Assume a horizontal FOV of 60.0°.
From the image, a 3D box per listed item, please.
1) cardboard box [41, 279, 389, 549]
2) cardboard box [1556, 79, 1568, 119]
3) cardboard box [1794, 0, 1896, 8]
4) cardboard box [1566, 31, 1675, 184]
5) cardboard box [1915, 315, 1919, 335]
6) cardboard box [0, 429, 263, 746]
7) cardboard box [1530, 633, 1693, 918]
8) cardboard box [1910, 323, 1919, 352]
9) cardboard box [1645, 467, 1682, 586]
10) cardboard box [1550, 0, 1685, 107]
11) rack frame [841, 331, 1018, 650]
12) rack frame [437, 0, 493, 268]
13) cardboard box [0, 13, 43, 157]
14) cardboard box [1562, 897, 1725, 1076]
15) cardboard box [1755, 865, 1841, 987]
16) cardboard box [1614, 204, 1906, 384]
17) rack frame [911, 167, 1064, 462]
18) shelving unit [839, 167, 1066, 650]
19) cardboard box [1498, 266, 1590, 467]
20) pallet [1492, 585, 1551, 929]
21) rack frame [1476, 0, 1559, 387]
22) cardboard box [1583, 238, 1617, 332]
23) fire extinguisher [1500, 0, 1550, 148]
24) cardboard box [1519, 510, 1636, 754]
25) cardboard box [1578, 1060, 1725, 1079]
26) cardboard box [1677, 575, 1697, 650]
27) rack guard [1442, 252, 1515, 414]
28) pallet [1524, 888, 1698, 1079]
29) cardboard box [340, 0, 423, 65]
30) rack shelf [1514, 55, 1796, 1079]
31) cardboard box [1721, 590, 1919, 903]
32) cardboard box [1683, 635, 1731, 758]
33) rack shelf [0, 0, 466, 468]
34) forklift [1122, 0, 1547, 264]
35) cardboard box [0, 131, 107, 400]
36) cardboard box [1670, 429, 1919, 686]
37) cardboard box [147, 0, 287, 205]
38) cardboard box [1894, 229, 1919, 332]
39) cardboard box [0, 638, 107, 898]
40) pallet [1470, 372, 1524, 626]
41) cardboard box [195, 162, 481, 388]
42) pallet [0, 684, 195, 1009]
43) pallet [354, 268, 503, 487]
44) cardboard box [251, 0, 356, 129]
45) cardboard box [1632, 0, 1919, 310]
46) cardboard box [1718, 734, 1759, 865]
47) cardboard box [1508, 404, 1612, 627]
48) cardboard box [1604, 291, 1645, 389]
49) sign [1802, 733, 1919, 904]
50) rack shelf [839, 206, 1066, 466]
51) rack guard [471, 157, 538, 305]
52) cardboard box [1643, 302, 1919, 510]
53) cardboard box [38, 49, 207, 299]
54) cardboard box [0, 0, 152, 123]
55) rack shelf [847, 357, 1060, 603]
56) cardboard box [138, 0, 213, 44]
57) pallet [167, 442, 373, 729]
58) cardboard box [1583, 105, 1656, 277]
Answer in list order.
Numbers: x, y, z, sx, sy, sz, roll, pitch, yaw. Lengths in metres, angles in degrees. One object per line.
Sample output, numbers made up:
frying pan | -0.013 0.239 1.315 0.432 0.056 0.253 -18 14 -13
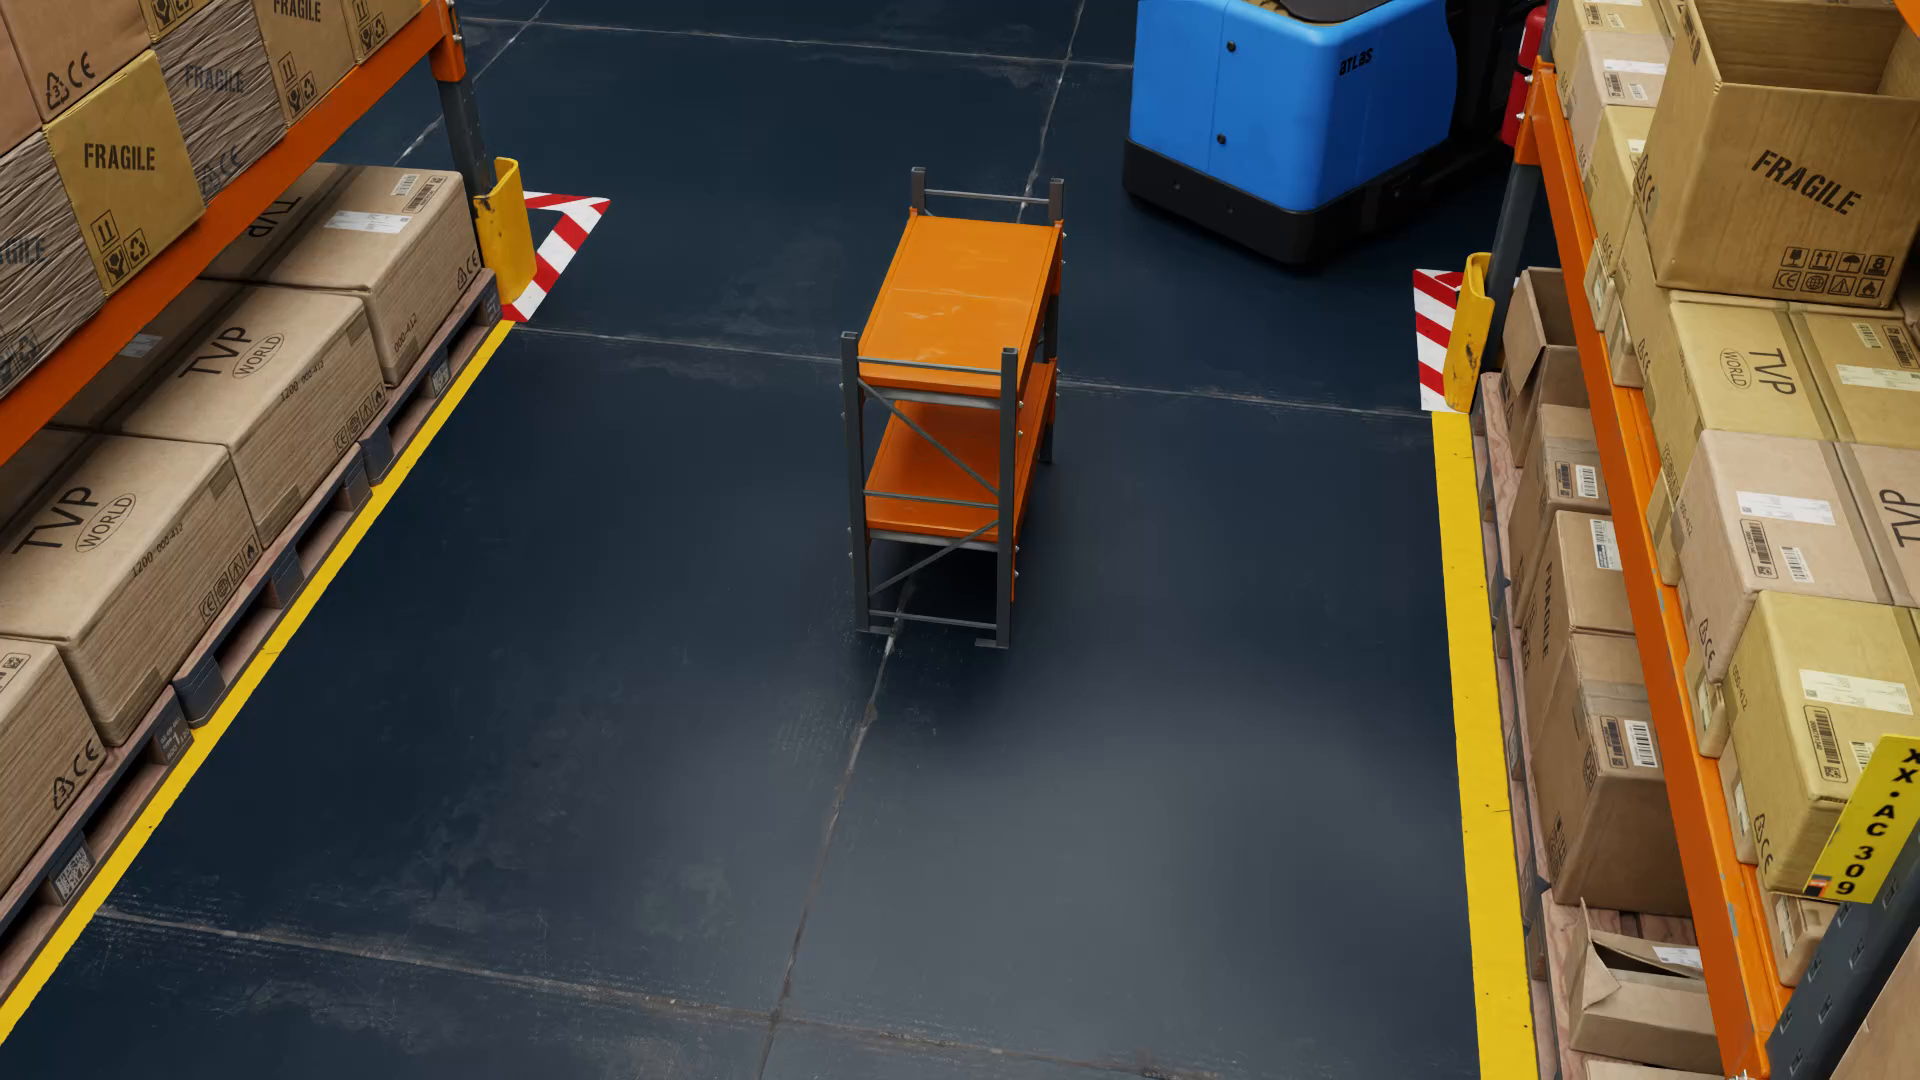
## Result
cardboard box | -2.581 -0.458 5.631 0.875 0.438 0.875 7 40 9
cardboard box | 2.147 -1.466 5.366 0.380 0.149 0.250 6 40 7
cardboard box | 2.656 -1.478 5.068 0.500 0.250 0.500 7 40 9
cardboard box | 2.043 -1.224 4.761 0.500 0.250 0.500 7 40 8
cardboard box | 2.302 -0.480 3.272 0.500 0.500 0.500 5 40 6
cardboard box | -2.739 0.108 4.947 0.875 0.438 0.875 5 40 6
cardboard box | 1.909 0.620 4.279 0.700 0.500 0.500 5 40 6
cardboard box | 2.305 -0.206 3.529 0.500 0.250 0.500 7 40 9
cardboard box | 1.722 -0.016 3.613 0.380 0.149 0.250 6 40 7
cardboard box | 2.130 -1.541 5.144 0.500 0.250 0.500 7 40 8
rack frame | -0.087 -0.119 5.011 0.500 1.125 0.032 6 40 8
rack frame | -2.415 -2.284 6.158 1.000 3.000 0.127 6 40 8
cardboard box | -2.593 -1.106 3.871 0.500 0.500 0.500 7 40 9
cardboard box | 1.651 1.057 3.933 0.396 0.266 0.258 8 40 9
cardboard box | 1.588 0.640 2.819 0.380 0.149 0.250 7 40 8
cardboard box | 1.891 -0.583 3.985 0.500 0.250 0.500 5 40 7
rack frame | 0.089 -0.757 5.783 0.500 1.125 0.032 6 40 8
shelving unit | 0.001 -0.438 5.397 0.538 1.125 1.048 6 40 8
cardboard box | 2.275 -0.565 5.709 0.797 0.503 0.637 5 40 6
pallet | 2.111 0.647 4.802 1.003 0.211 1.213 6 40 8
rack frame | 2.474 -1.739 5.499 1.000 3.000 0.127 6 40 8
cardboard box | 1.875 -0.663 4.395 0.380 0.149 0.250 5 40 6
fire extinguisher | 2.044 -1.709 5.816 0.296 0.674 0.183 6 40 8
cardboard box | 1.899 0.289 4.679 0.500 0.500 0.500 7 40 8
cardboard box | 1.589 1.326 3.700 0.380 0.149 0.250 5 40 6
cardboard box | 1.705 0.147 3.415 0.380 0.149 0.250 7 40 9
rack guard | 2.461 -0.728 6.238 1.175 0.500 0.348 6 40 8
pallet | 1.902 1.415 3.873 1.003 0.211 1.213 6 40 8
cardboard box | -2.238 -1.991 5.725 0.500 0.500 0.500 7 40 8
rack shelf | 2.128 -0.207 4.210 1.077 0.370 4.000 6 40 8
cardboard box | 1.630 0.368 2.835 0.500 0.250 0.500 7 40 9
cardboard box | 1.633 0.309 3.220 0.380 0.149 0.250 7 40 9
rack shelf | -2.761 -0.752 4.869 1.077 0.370 4.000 6 40 8
forklift | 2.161 -3.121 7.224 3.031 2.935 1.130 -31 49 -32
cardboard box | -2.585 -0.705 4.170 0.500 0.500 0.500 7 40 8
cardboard box | 1.702 0.052 3.217 0.500 0.250 0.500 7 40 8
cardboard box | -2.419 -1.353 4.954 0.500 0.500 0.500 7 40 9
cardboard box | 2.385 -0.516 3.904 0.500 0.250 0.500 6 40 8
cardboard box | -2.893 0.670 4.267 0.875 0.438 0.875 6 40 7
pallet | 2.324 -0.116 5.725 1.003 0.211 1.213 6 40 8
cardboard box | -2.431 -1.033 6.327 0.875 0.438 0.875 5 40 6
pallet | -2.899 0.832 4.577 1.003 0.211 1.213 6 40 8
pallet | -2.476 -0.699 6.430 1.003 0.211 1.213 6 40 8
cardboard box | -2.340 -1.677 5.346 0.500 0.500 0.500 6 40 7
cardboard box | 1.871 -0.888 3.766 0.500 0.500 0.500 7 40 9
cardboard box | 1.612 0.474 3.019 0.380 0.149 0.250 7 40 9
cardboard box | 2.089 -0.032 5.067 0.700 0.500 0.500 8 40 9
cardboard box | 1.850 -0.496 4.193 0.380 0.149 0.250 7 40 9
sign | 1.246 0.383 2.254 0.100 0.325 0.005 6 40 8
rack shelf | 0.001 -0.663 5.210 0.538 0.278 1.000 6 40 8
rack guard | -2.411 -1.336 6.973 1.175 0.500 0.348 6 40 8
cardboard box | 1.801 -0.260 3.594 0.500 0.250 0.500 6 40 7
cardboard box | -2.496 -1.028 4.561 0.500 0.500 0.500 8 40 9
cardboard box | -2.503 -1.422 4.253 0.500 0.500 0.500 6 40 7
rack shelf | 0.001 -0.249 5.553 0.538 0.278 1.000 6 40 8
cardboard box | -2.414 -1.738 4.635 0.500 0.500 0.500 6 40 7
pallet | -2.690 0.065 5.506 1.003 0.211 1.213 6 40 8
cardboard box | 1.959 -0.906 4.376 0.500 0.250 0.500 6 40 7
